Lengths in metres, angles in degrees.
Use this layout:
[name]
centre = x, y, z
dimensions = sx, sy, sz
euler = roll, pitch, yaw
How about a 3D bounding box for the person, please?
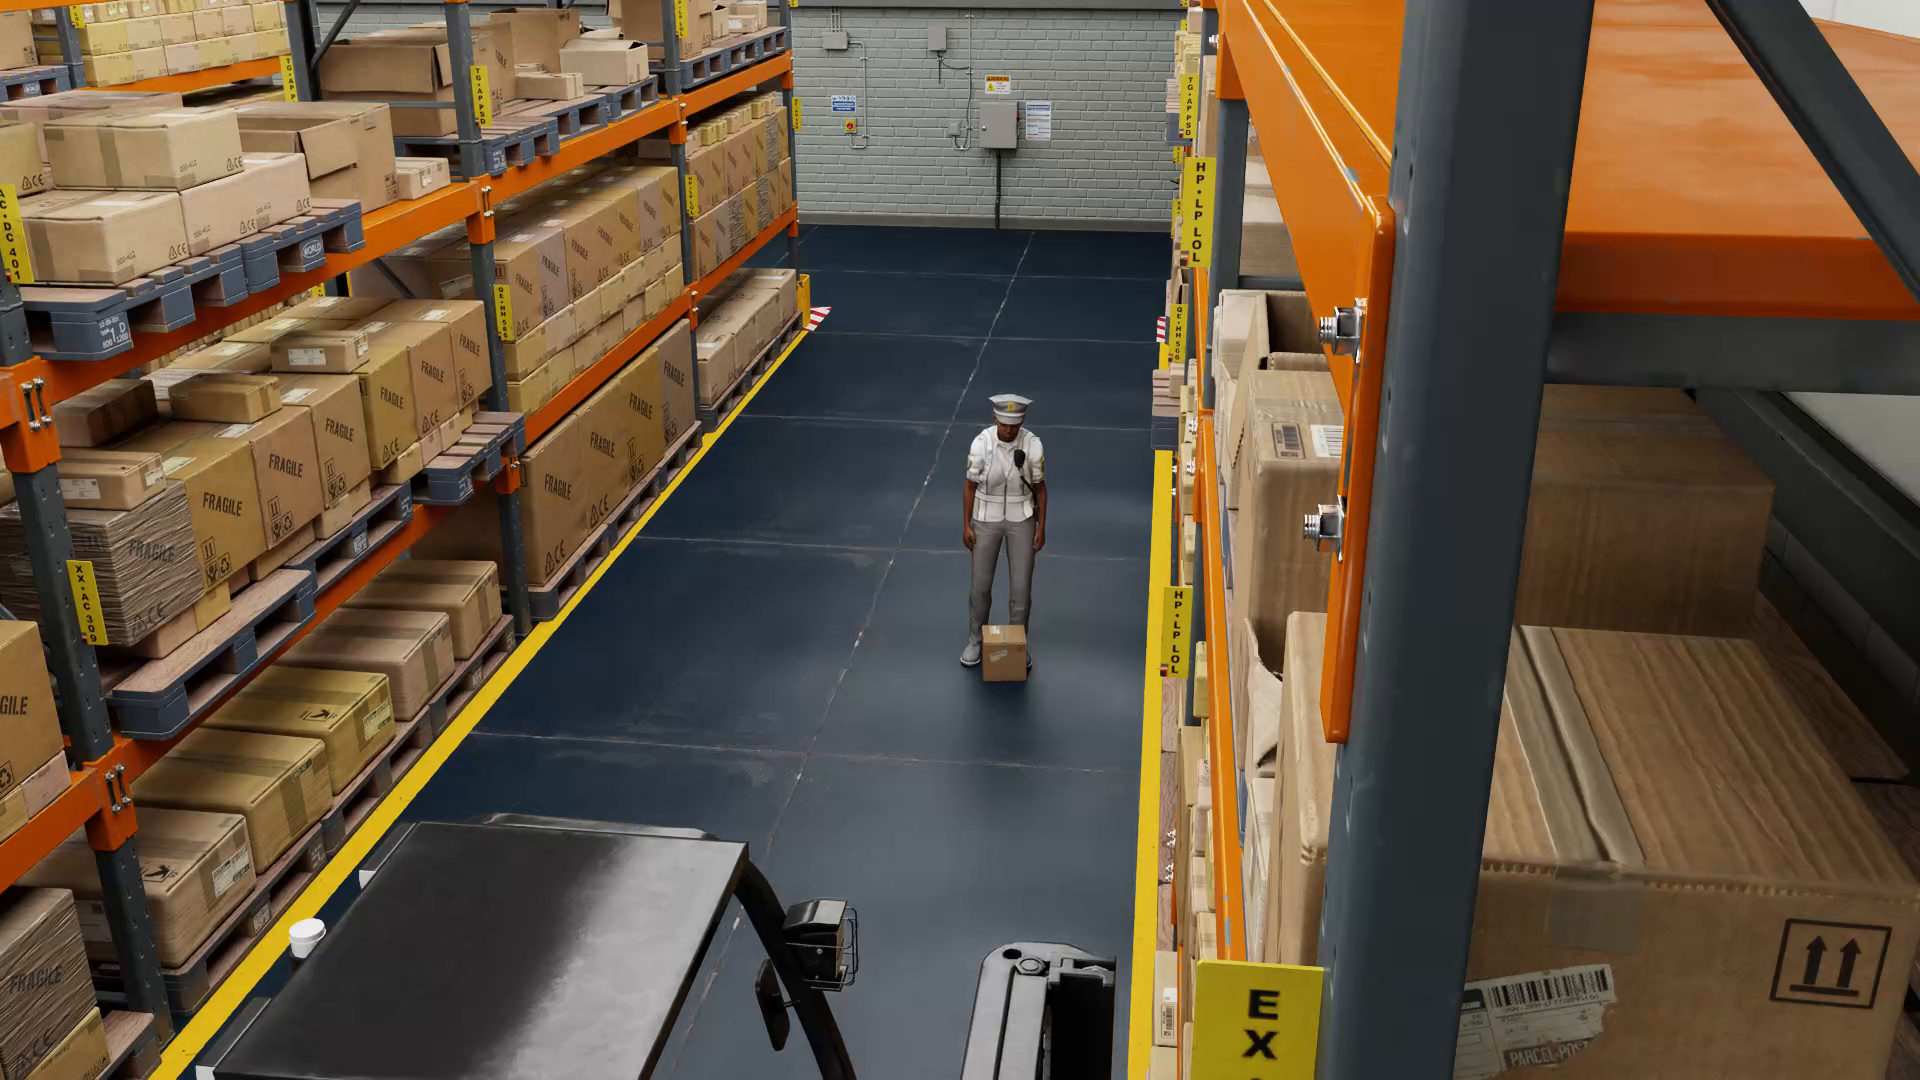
[person]
centre = 0.257, -0.068, 9.762
dimensions = 0.503, 1.656, 0.421
euler = 1, 21, 2
